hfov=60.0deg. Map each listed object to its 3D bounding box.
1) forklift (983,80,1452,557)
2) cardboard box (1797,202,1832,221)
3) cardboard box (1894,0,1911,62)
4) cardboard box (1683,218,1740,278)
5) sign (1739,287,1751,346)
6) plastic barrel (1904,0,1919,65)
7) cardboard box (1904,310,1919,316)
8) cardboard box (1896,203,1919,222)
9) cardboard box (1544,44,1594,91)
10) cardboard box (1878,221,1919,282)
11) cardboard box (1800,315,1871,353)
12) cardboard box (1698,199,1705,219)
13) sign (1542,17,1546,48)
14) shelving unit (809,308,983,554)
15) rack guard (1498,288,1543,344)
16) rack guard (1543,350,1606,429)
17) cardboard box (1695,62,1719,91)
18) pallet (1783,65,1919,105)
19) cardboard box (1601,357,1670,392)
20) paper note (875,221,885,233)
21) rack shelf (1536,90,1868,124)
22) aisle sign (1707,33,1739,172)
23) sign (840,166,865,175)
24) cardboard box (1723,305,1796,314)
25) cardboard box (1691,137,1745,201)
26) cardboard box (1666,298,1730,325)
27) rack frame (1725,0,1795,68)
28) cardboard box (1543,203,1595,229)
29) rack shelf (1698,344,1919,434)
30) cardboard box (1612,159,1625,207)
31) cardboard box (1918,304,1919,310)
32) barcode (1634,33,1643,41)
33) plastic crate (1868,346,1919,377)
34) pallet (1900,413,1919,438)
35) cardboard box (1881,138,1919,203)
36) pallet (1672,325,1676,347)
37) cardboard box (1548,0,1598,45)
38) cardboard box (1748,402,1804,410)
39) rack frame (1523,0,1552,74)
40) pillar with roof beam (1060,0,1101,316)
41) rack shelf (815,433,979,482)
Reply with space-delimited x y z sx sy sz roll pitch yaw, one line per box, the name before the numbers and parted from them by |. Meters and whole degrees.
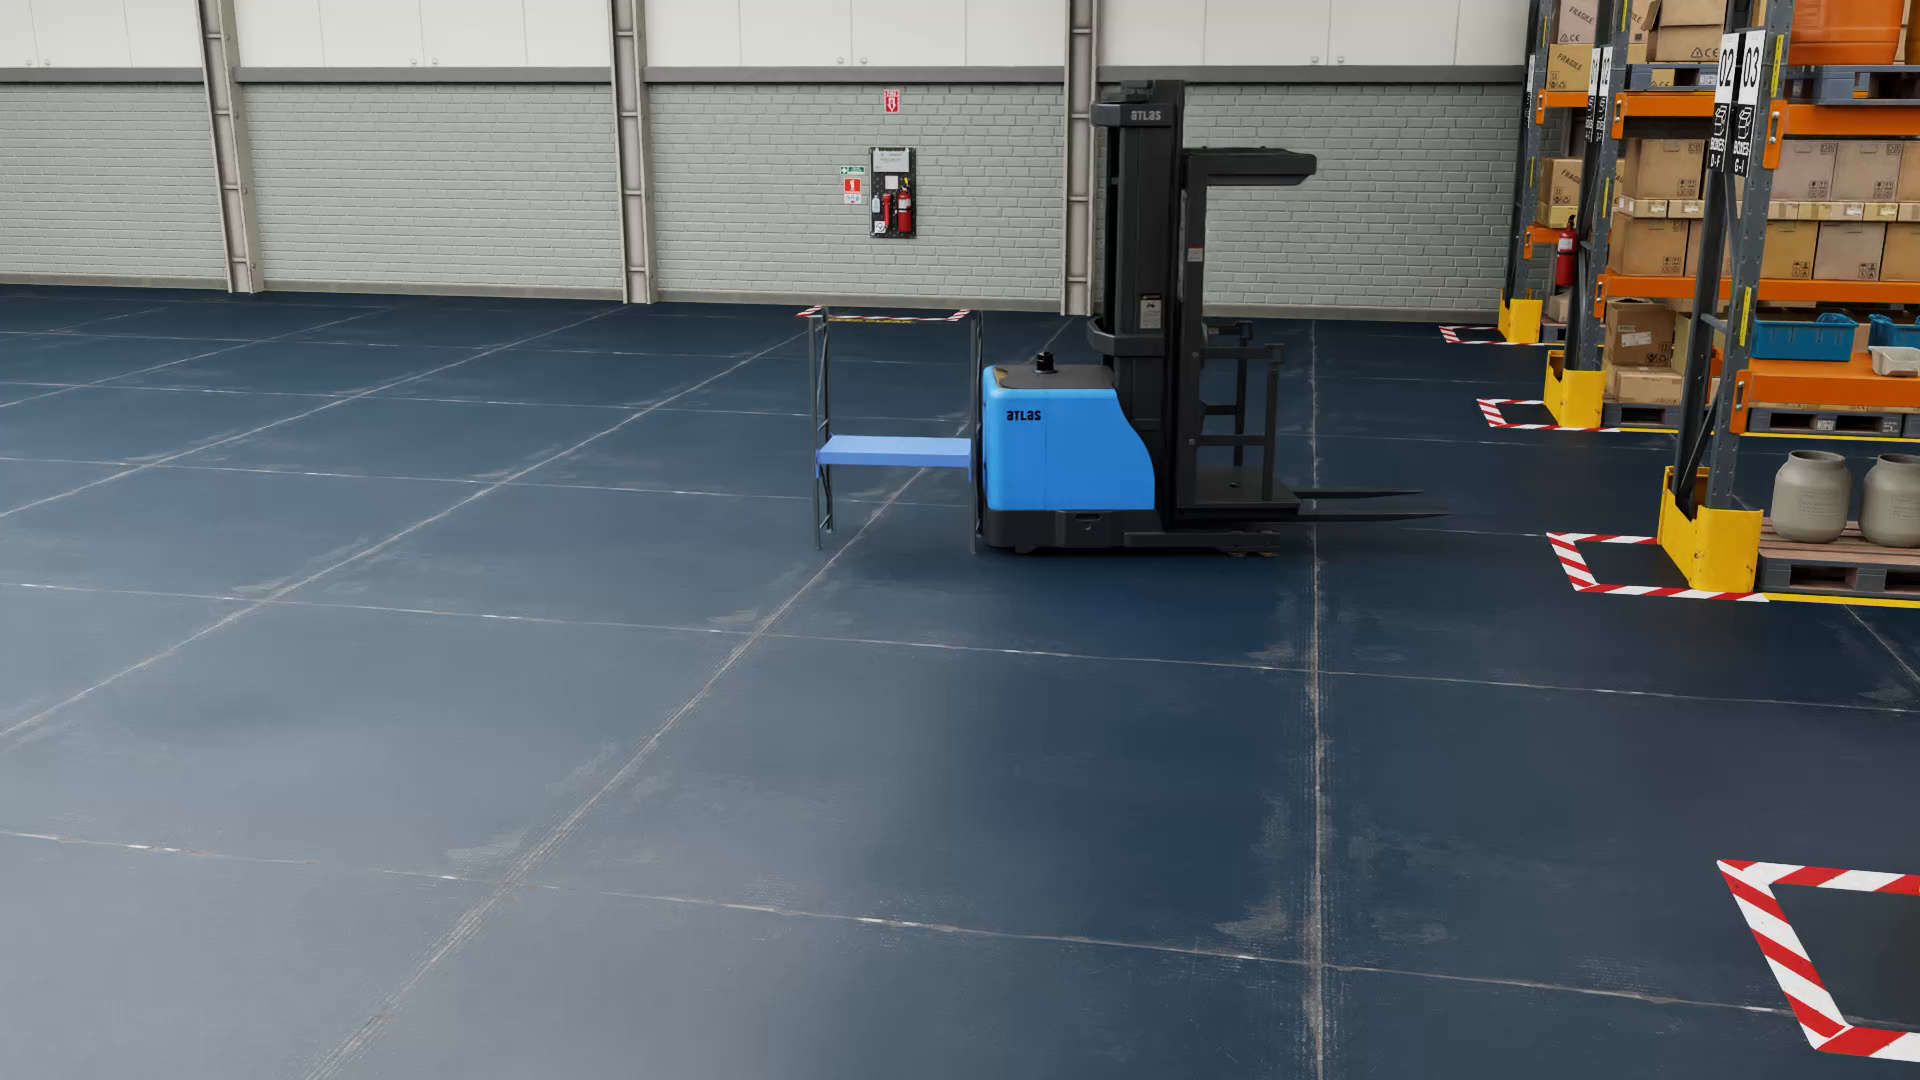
forklift | 1.668 -1.446 10.723 3.031 2.935 1.130 0 15 -1
cardboard box | 7.163 -2.790 14.042 0.250 0.149 0.380 3 16 10
cardboard box | 7.890 -4.247 13.845 0.637 0.503 0.797 5 16 17
cardboard box | 6.530 -2.568 14.455 0.500 0.500 0.700 4 16 13
sign | 4.455 -1.268 9.434 0.005 0.325 0.100 3 16 11
plastic barrel | 5.711 -2.990 9.409 0.600 0.588 0.600 0 15 0
cardboard box | 8.595 -1.731 14.583 0.500 0.500 0.500 3 16 11
cardboard box | 7.926 -2.749 13.894 0.250 0.149 0.380 4 16 13
cardboard box | 6.820 -5.291 18.629 0.500 0.500 0.500 4 16 13
cardboard box | 8.034 -2.486 14.160 0.500 0.500 0.700 3 16 12
cardboard box | 7.510 -1.646 14.274 0.500 0.500 0.500 3 16 11
cardboard box | 6.404 -2.831 14.191 0.250 0.149 0.380 3 16 11
sign | 6.435 -5.595 18.316 0.005 0.325 0.100 3 16 11
shelving unit | -0.396 -0.712 10.752 1.048 1.500 0.538 2 16 6
rack guard | 6.617 -2.662 19.665 0.348 0.500 1.175 3 16 11
rack guard | 5.536 -1.371 15.005 0.348 0.500 1.175 3 16 11
cardboard box | 8.379 -5.203 18.313 0.500 0.500 0.500 4 16 15
pallet | 5.360 -2.564 9.363 1.213 0.211 1.003 3 16 11
cardboard box | 6.144 -1.500 15.154 0.500 0.250 0.500 3 16 11
paper note | -1.052 -4.123 21.908 0.142 0.148 0.016 3 16 11
rack shelf | 8.502 -4.863 18.657 4.000 0.370 1.077 3 16 11
aisle sign | 4.557 -2.613 9.937 0.004 0.787 0.394 3 16 11
sign | -1.411 -4.846 21.810 0.331 0.109 0.001 3 16 11
cardboard box | 7.127 -1.813 14.877 0.500 0.500 0.500 3 16 11
cardboard box | 6.582 -3.190 14.272 0.500 0.500 0.700 3 16 10
cardboard box | 8.470 -2.735 19.105 0.500 0.500 0.700 2 16 8
rack frame | 4.568 -4.170 9.189 0.127 3.000 1.000 3 16 11
cardboard box | 6.958 -3.699 18.969 0.500 0.250 0.500 3 16 9
rack shelf | 6.528 -0.826 9.701 4.000 0.370 1.077 3 16 11
cardboard box | 7.433 -4.036 18.783 0.500 0.500 0.500 3 16 11
cardboard box | 11.187 -2.630 18.727 0.500 0.500 0.700 4 16 13
barcode | 5.951 -4.410 14.586 0.075 0.075 0.001 3 16 11
plastic crate | 5.381 -1.020 9.549 0.250 0.136 0.298 3 16 11
pallet | 8.708 -1.071 14.463 1.213 0.211 1.003 3 16 11
cardboard box | 8.057 -3.110 13.984 0.500 0.500 0.700 3 16 11
pallet | 8.598 -2.405 19.277 1.213 0.211 1.003 3 16 11
cardboard box | 6.872 -5.772 18.492 0.500 0.500 0.500 2 16 7
cardboard box | 7.021 -1.313 14.475 0.500 0.250 0.500 3 16 11
rack frame | 6.543 -6.762 18.545 0.127 3.000 1.000 3 16 11
pillar with roof beam | 0.663 -6.144 16.314 0.400 9.000 9.100 3 16 11
rack shelf | -0.396 -0.538 10.800 1.000 0.185 0.538 2 16 6
